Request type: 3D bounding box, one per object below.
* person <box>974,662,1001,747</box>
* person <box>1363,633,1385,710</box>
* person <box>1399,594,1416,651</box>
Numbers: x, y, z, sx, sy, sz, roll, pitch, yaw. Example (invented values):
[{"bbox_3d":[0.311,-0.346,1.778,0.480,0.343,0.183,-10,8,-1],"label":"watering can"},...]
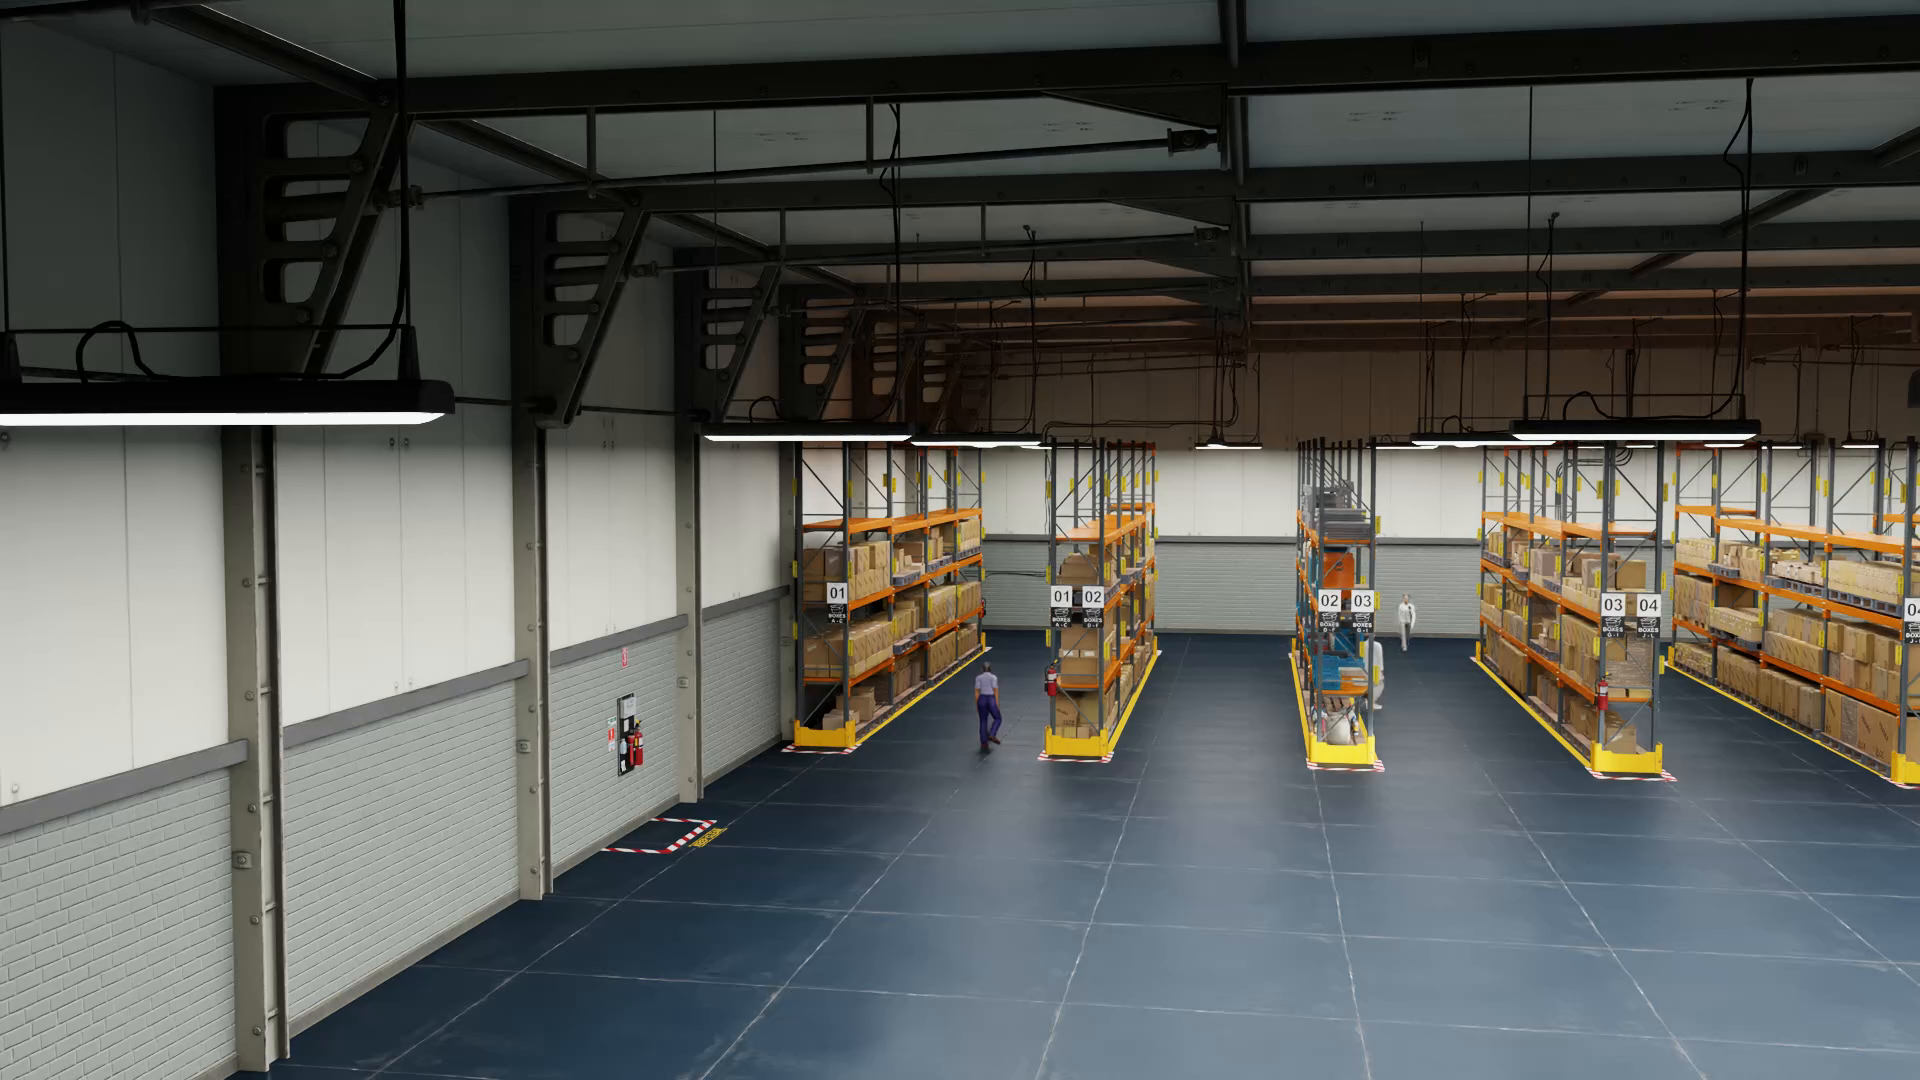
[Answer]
[{"bbox_3d":[0.536,3.189,32.274,0.539,1.638,0.462,1,3,18],"label":"person"},{"bbox_3d":[9.102,2.886,36.892,0.628,1.777,0.596,2,4,35],"label":"person"},{"bbox_3d":[12.886,2.361,47.863,0.442,1.616,1.065,0,3,6],"label":"person"}]
